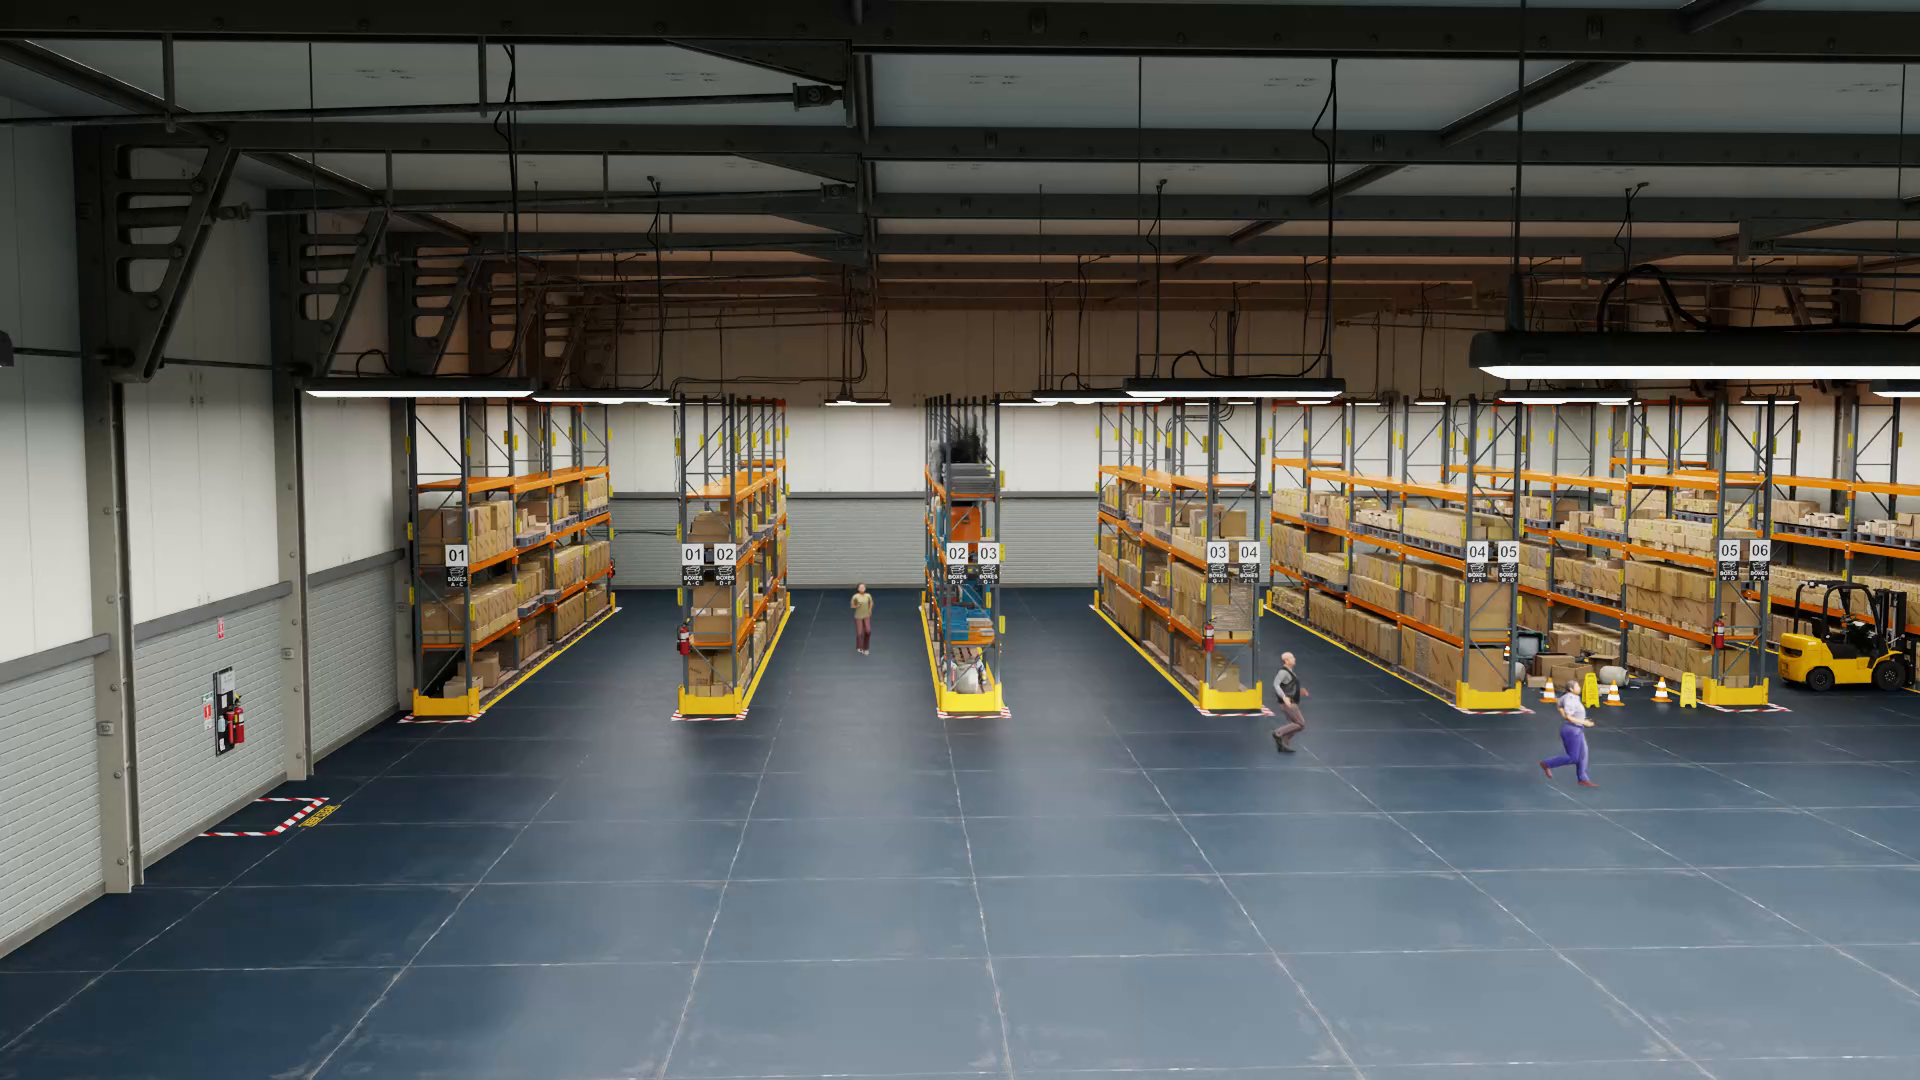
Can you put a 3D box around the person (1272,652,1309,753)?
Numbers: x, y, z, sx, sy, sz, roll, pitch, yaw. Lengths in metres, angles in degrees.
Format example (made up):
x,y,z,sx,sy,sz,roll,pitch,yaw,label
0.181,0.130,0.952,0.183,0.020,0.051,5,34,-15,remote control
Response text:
x,y,z,sx,sy,sz,roll,pitch,yaw,label
5.492,2.705,27.592,0.569,1.678,0.652,2,5,21,person

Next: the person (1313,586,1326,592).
x,y,z,sx,sy,sz,roll,pitch,yaw,label
10.699,1.016,49.192,0.756,1.696,0.586,0,5,-1,person

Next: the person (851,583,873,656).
x,y,z,sx,sy,sz,roll,pitch,yaw,label
-2.268,1.839,38.640,0.558,1.705,0.670,-1,5,-13,person

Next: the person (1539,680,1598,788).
x,y,z,sx,sy,sz,roll,pitch,yaw,label
9.236,2.925,25.180,0.849,1.639,0.607,2,5,21,person
